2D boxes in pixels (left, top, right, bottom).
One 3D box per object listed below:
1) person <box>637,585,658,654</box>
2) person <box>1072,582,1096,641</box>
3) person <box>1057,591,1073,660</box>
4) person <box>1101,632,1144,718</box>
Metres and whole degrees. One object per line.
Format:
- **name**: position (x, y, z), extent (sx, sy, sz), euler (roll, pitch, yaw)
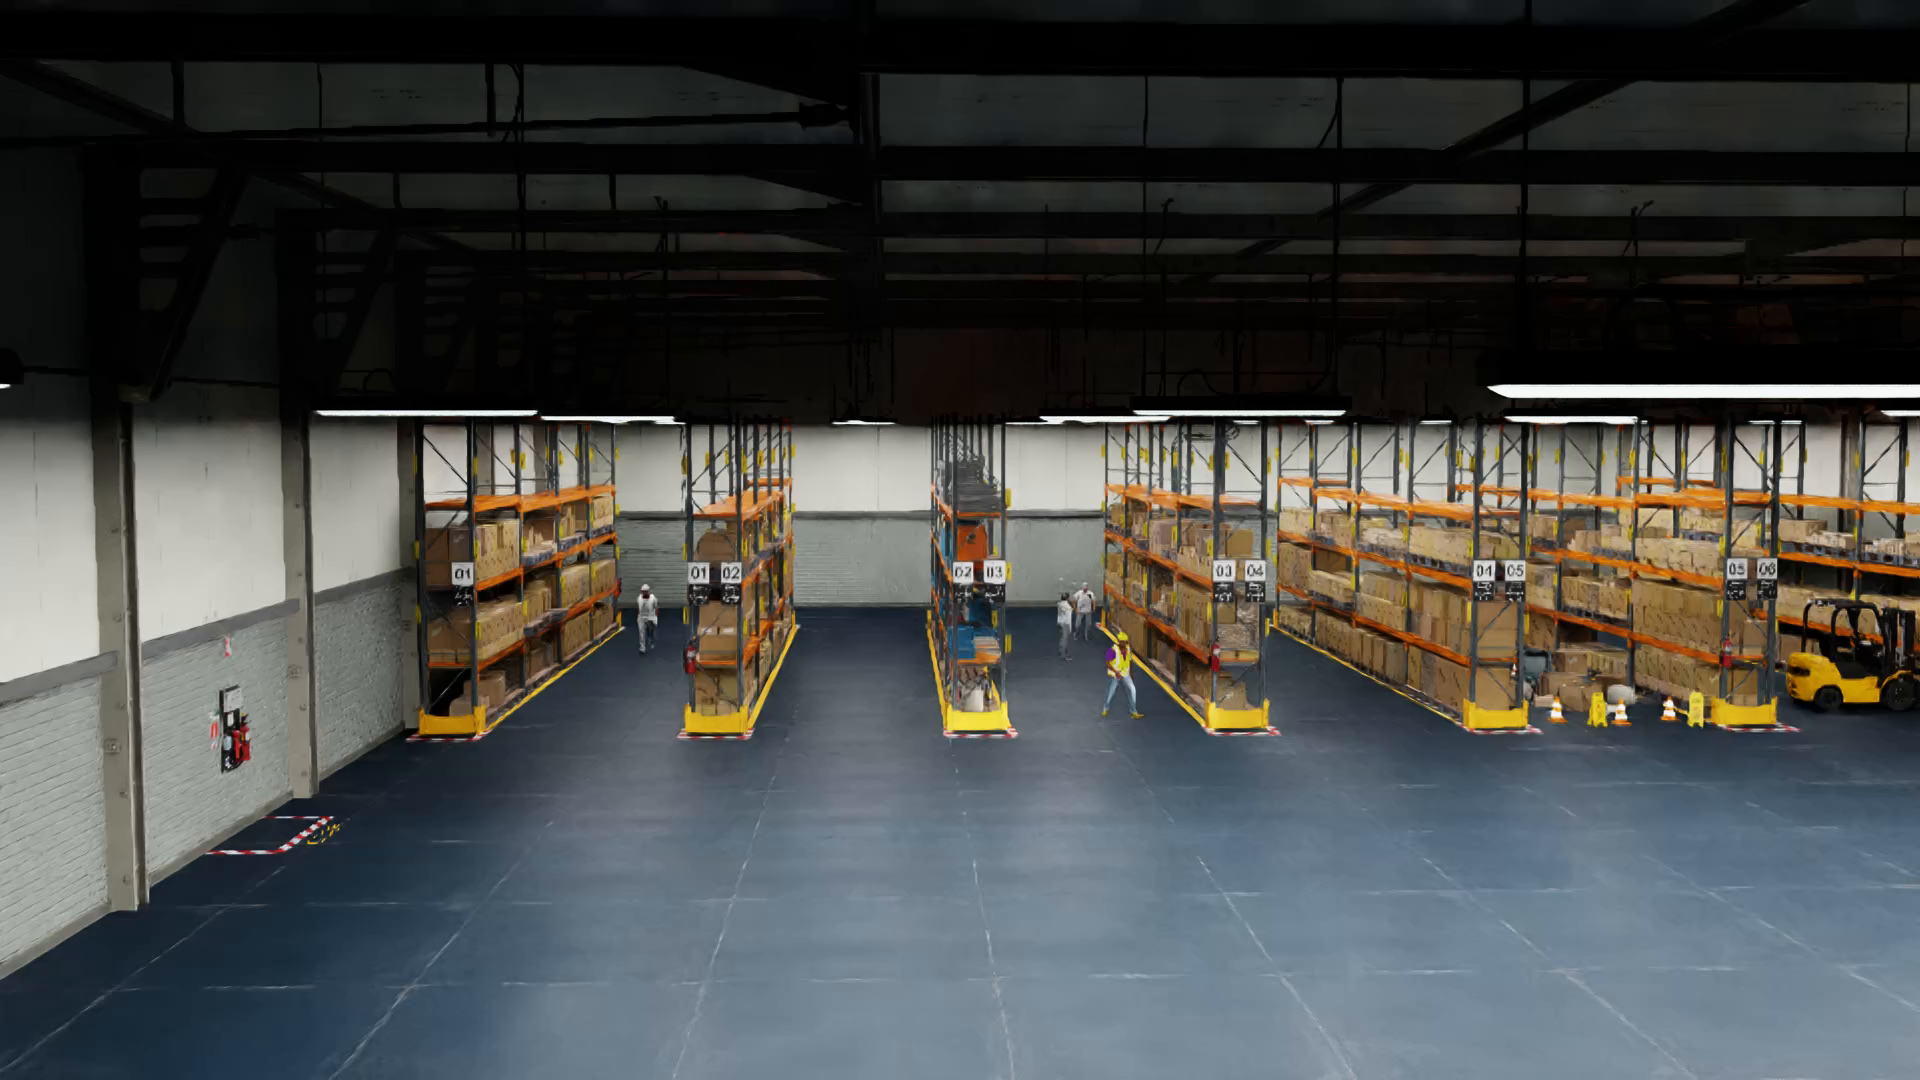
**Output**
- **person**: position (-7.926, 1.990, 42.145), extent (0.577, 1.733, 1.042), euler (0, 4, -4)
- **person**: position (3.317, 1.901, 44.472), extent (0.599, 1.611, 0.575), euler (0, 4, -4)
- **person**: position (2.604, 2.088, 40.891), extent (0.433, 1.684, 0.551), euler (-2, 4, -30)
- **person**: position (3.135, 2.639, 32.696), extent (0.712, 1.697, 0.830), euler (-1, 4, -20)
